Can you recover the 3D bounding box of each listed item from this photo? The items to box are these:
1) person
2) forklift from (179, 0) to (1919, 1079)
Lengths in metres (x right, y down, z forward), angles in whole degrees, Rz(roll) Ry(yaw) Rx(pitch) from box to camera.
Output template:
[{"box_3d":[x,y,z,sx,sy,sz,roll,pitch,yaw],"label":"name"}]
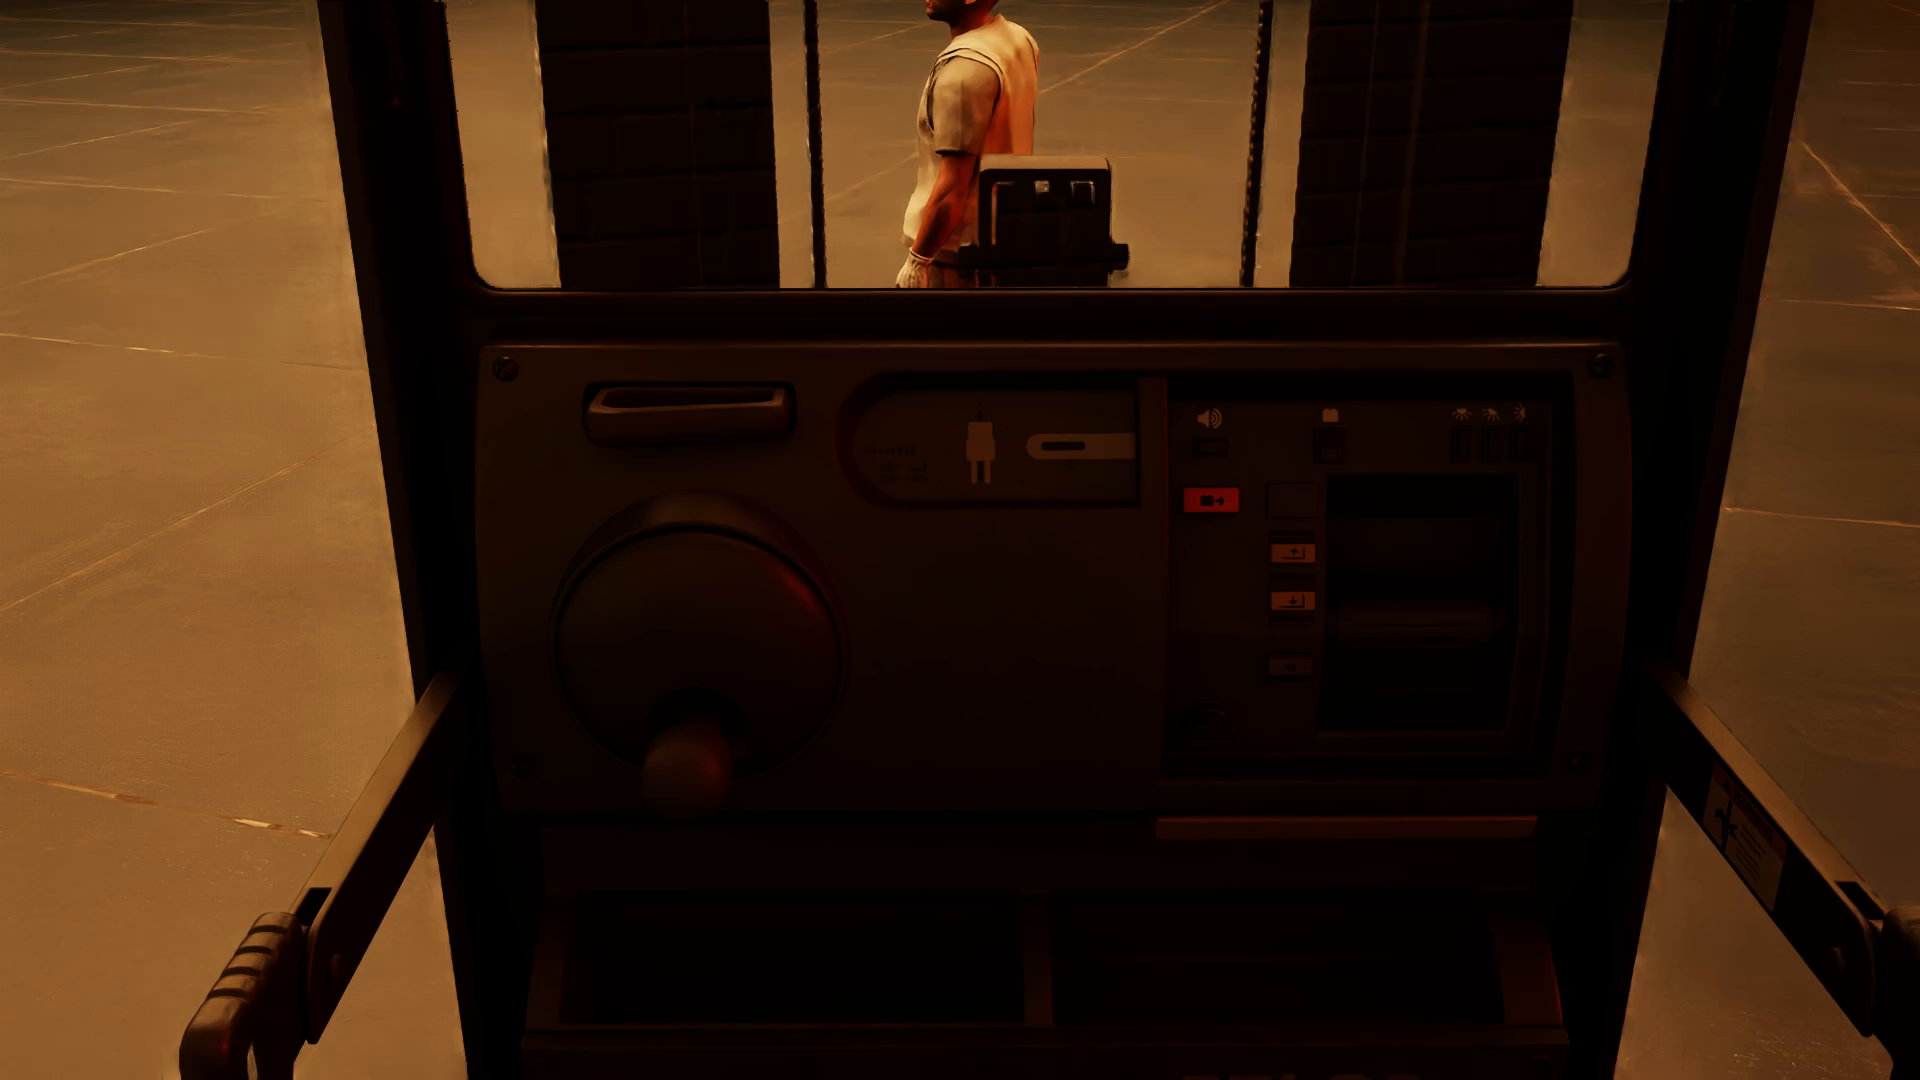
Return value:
[{"box_3d":[-0.074,-0.846,4.808,0.562,1.789,0.638,7,23,16],"label":"person"},{"box_3d":[0.080,0.049,1.160,1.130,2.935,3.031,0,22,0],"label":"forklift"}]
